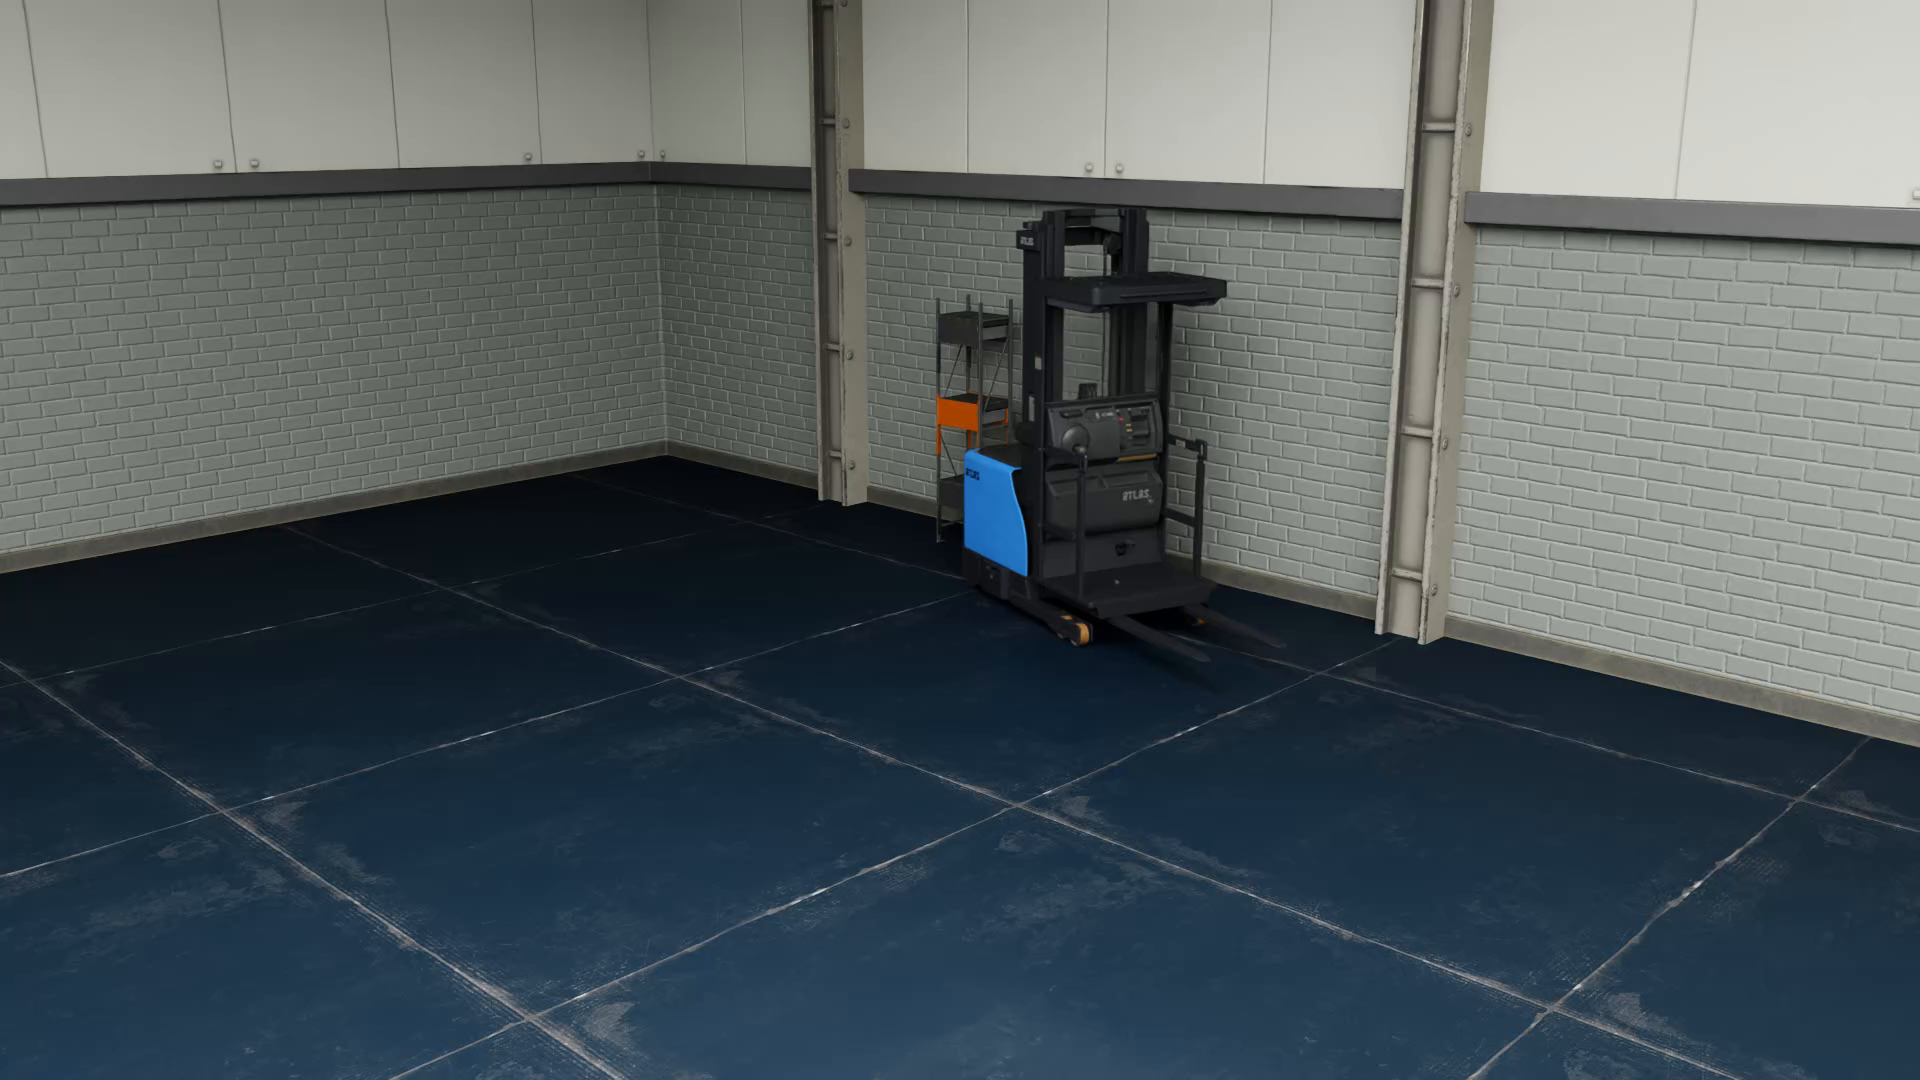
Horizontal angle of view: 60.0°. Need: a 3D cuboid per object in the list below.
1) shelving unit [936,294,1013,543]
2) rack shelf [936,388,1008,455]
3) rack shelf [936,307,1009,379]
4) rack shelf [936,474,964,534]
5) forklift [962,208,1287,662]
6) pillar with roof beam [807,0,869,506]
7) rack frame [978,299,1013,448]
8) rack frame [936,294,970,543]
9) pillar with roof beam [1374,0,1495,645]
[{"bbox_3d":[0.119,-0.987,14.056,0.503,2.100,0.431,14,20,42],"label":"shelving unit"},{"bbox_3d":[0.119,-0.974,14.060,0.480,0.518,0.431,14,20,42],"label":"rack shelf"},{"bbox_3d":[0.119,-1.651,13.883,0.480,0.518,0.431,14,20,42],"label":"rack shelf"},{"bbox_3d":[0.119,-0.297,14.236,0.480,0.518,0.431,14,20,42],"label":"rack shelf"},{"bbox_3d":[1.144,-0.807,11.716,1.130,2.935,3.031,-8,16,-27],"label":"forklift"},{"bbox_3d":[-4.098,-3.953,11.756,0.400,9.000,9.100,14,20,42],"label":"pillar with roof beam"},{"bbox_3d":[0.295,-0.944,13.892,0.015,2.100,0.400,14,20,42],"label":"rack frame"},{"bbox_3d":[-0.056,-1.030,14.220,0.015,2.100,0.400,14,20,42],"label":"rack frame"},{"bbox_3d":[0.221,-2.903,7.726,0.400,9.000,9.100,14,20,42],"label":"pillar with roof beam"}]
